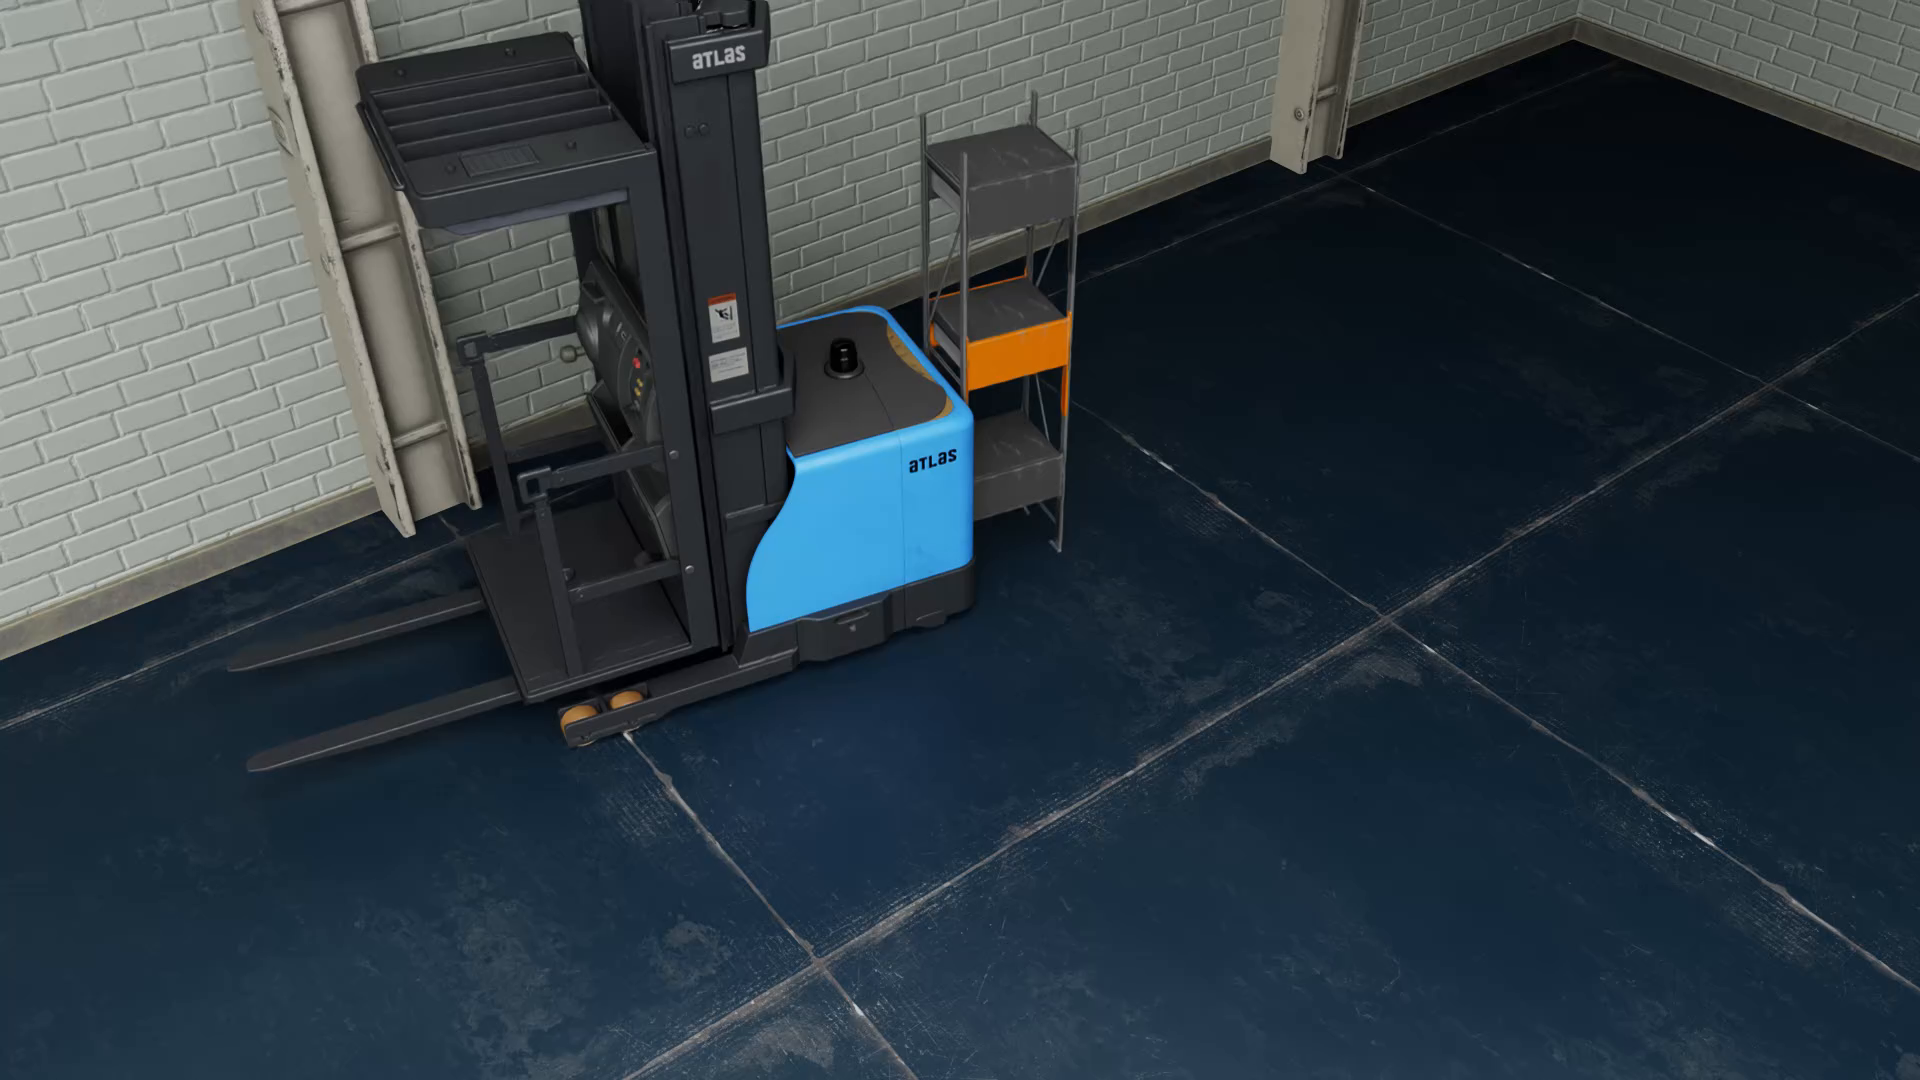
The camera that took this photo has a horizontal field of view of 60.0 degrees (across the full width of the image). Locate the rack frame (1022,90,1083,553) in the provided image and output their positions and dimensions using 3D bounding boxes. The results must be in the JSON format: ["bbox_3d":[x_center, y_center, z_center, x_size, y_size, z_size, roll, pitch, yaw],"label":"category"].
[{"bbox_3d":[0.376,-0.867,7.152,0.015,2.100,0.400,-17,42,-19],"label":"rack frame"}]

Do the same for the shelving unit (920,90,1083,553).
[{"bbox_3d":[0.156,-0.800,7.070,0.503,2.100,0.431,-17,42,-19],"label":"shelving unit"}]

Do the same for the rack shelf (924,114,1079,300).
[{"bbox_3d":[0.156,-1.331,6.635,0.480,0.518,0.431,-17,42,-19],"label":"rack shelf"}]

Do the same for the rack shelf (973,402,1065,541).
[{"bbox_3d":[0.156,-0.249,7.523,0.480,0.518,0.431,-17,42,-19],"label":"rack shelf"}]

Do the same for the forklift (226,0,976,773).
[{"bbox_3d":[-1.487,-0.683,6.272,3.031,2.935,1.130,-17,42,-19],"label":"forklift"}]

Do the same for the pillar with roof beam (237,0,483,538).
[{"bbox_3d":[0.097,-1.477,2.455,0.400,9.000,9.100,-26,46,-28],"label":"pillar with roof beam"}]

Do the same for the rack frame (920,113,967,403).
[{"bbox_3d":[-0.065,-0.734,6.989,0.015,2.100,0.400,-17,42,-19],"label":"rack frame"}]

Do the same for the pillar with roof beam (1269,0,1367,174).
[{"bbox_3d":[4.855,-3.796,5.282,0.400,9.000,9.100,-26,46,-28],"label":"pillar with roof beam"}]

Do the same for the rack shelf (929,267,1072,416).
[{"bbox_3d":[0.156,-0.790,7.079,0.480,0.518,0.431,-17,42,-19],"label":"rack shelf"}]
